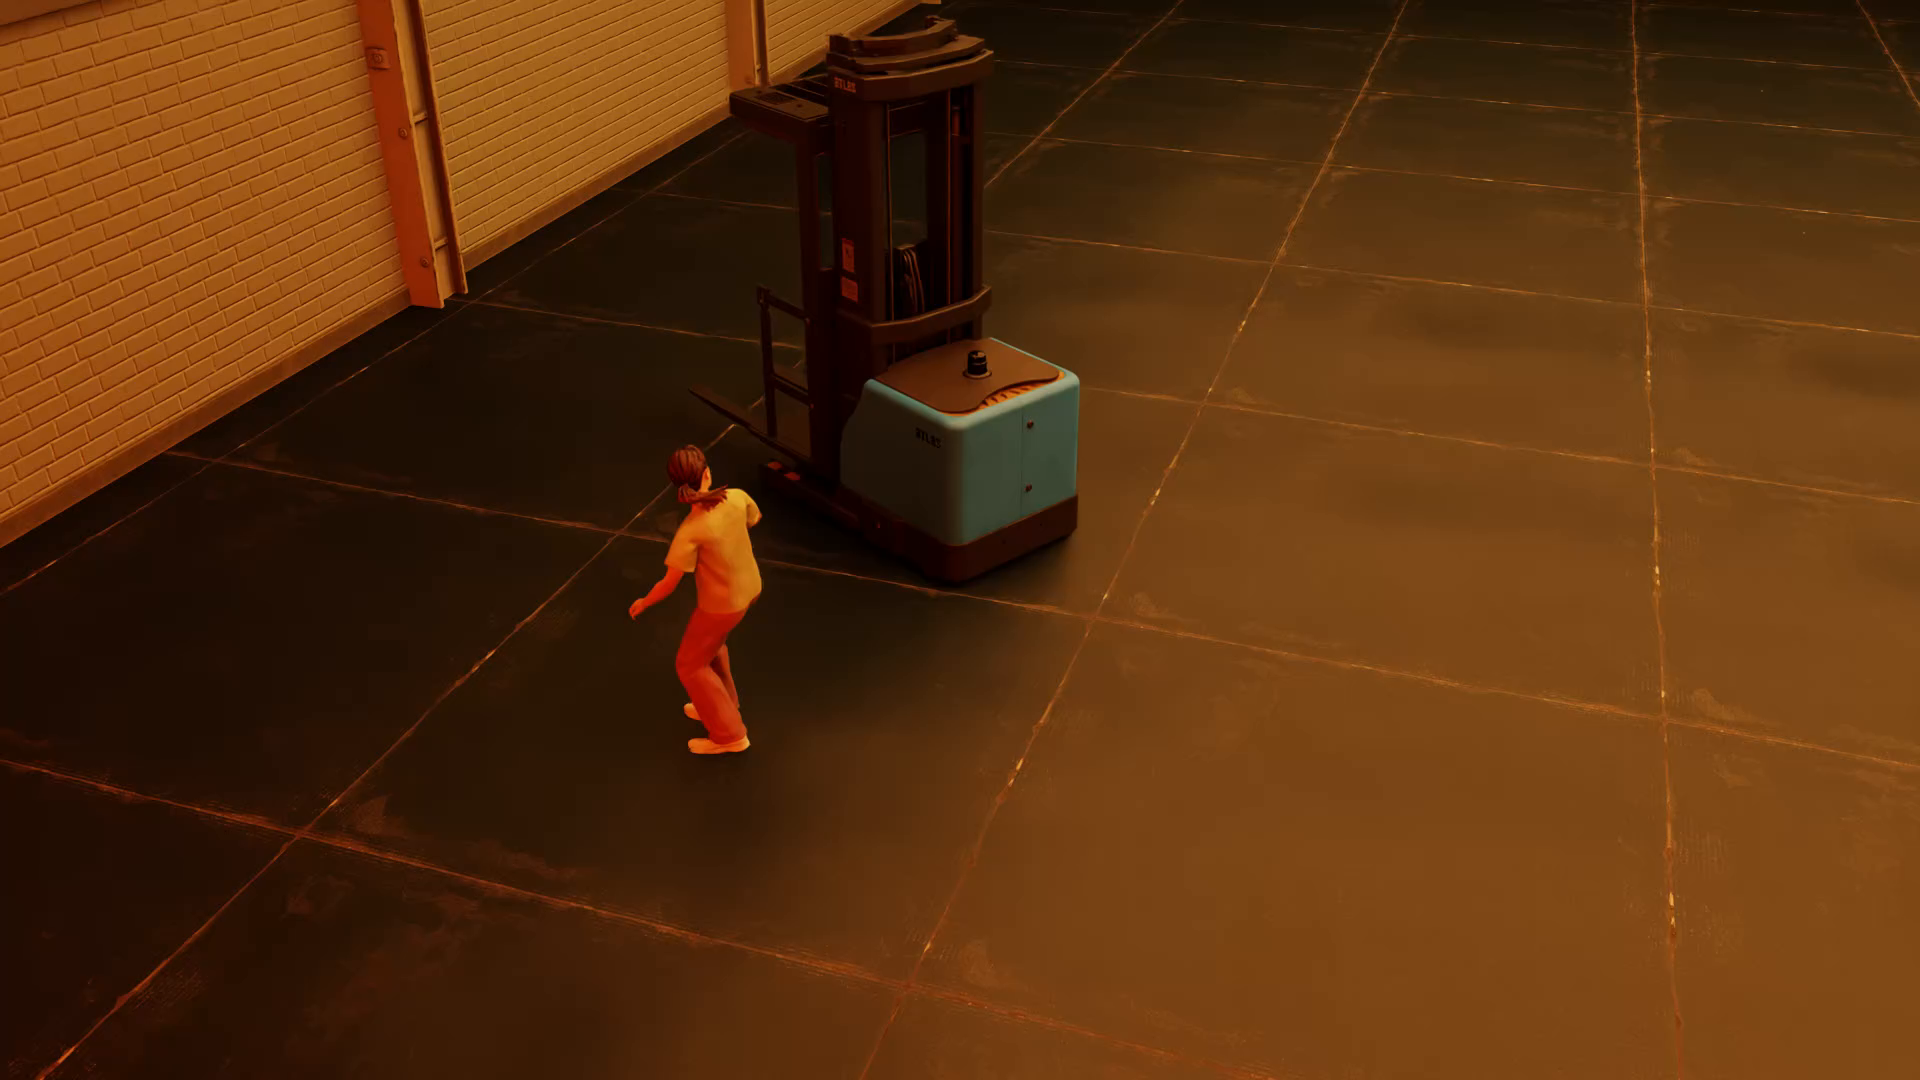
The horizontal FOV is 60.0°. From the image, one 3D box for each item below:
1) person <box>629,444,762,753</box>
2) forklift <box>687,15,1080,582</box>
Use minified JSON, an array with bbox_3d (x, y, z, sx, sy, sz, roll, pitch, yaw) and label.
[{"bbox_3d":[-1.234,0.282,8.007,0.488,1.618,0.692,13,32,22],"label":"person"},{"bbox_3d":[-0.640,-1.684,10.091,1.130,2.935,3.031,-24,37,-35],"label":"forklift"}]
